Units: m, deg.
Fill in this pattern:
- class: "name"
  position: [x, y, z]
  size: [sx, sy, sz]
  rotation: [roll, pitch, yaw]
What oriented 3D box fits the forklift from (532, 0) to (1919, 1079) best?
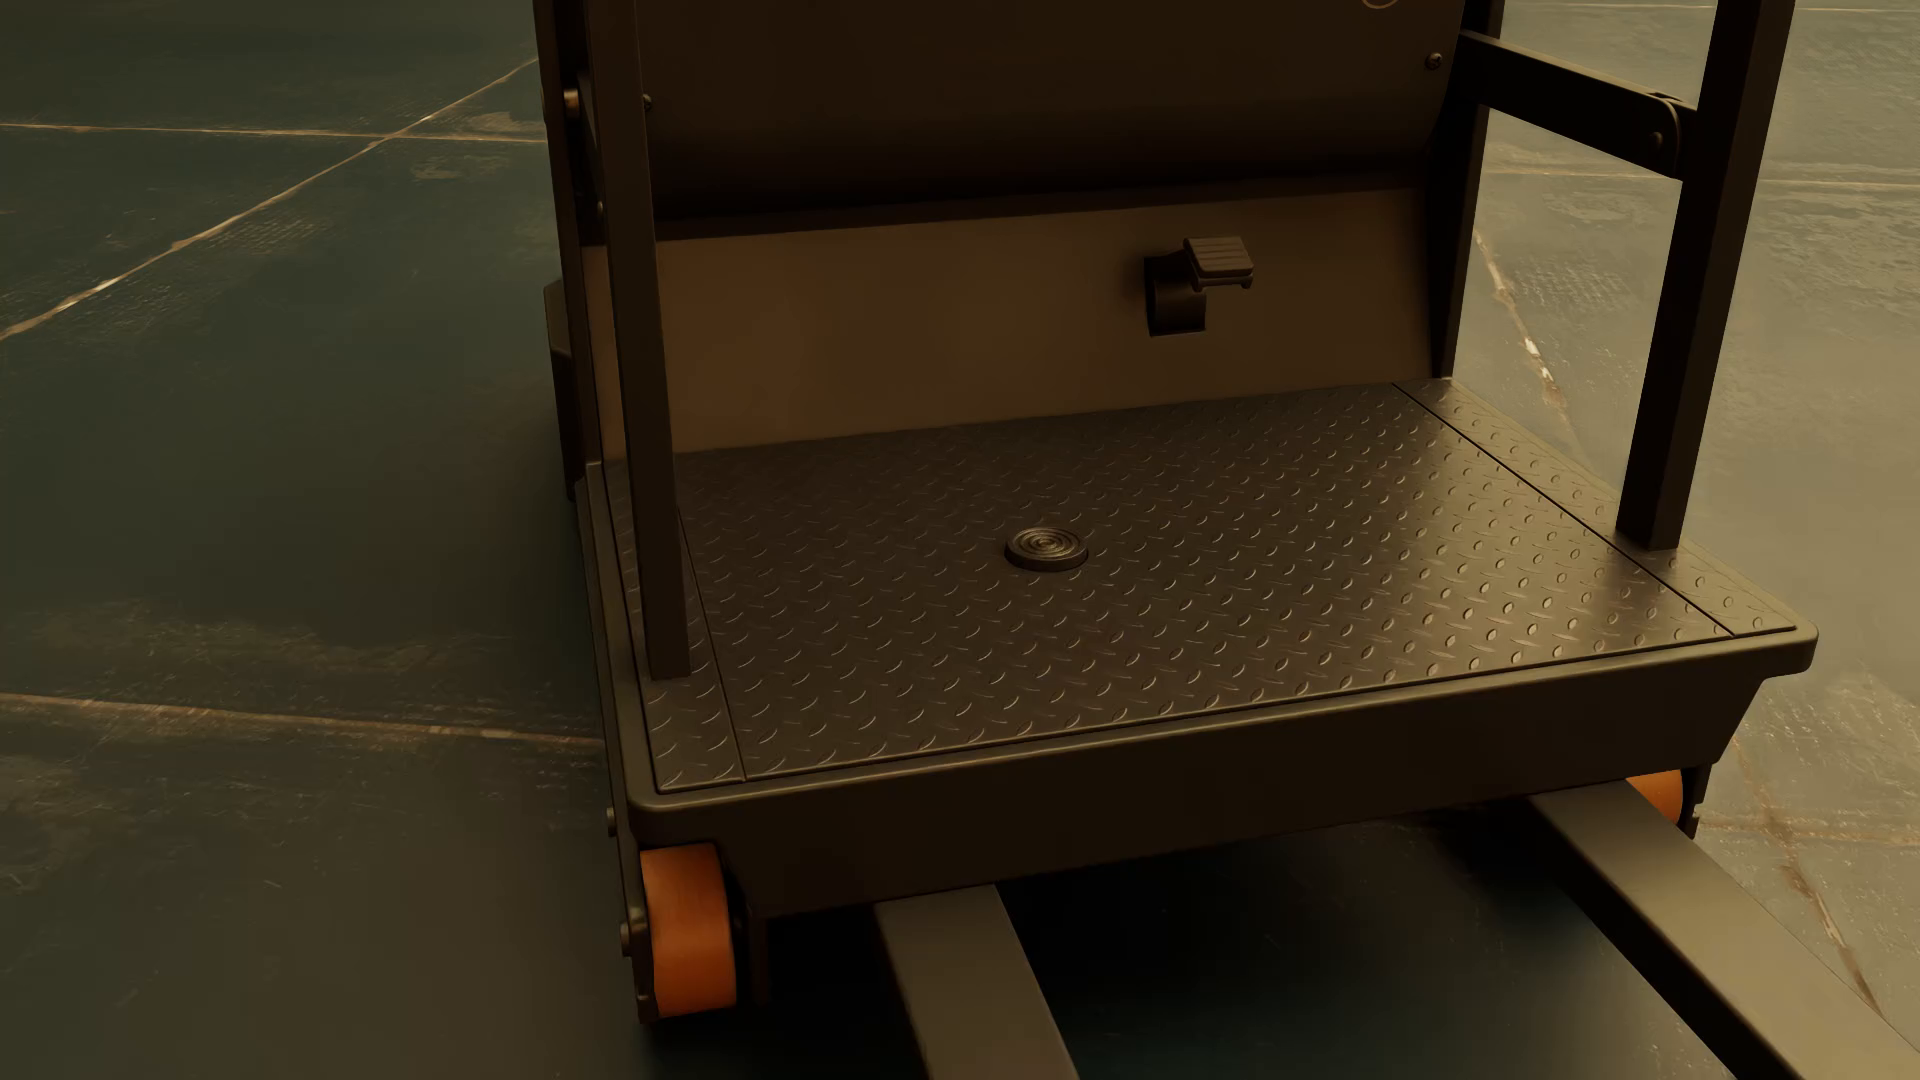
- class: "forklift"
  position: [0.153, -1.049, 1.319]
  size: [1.130, 2.935, 3.031]
  rotation: [-7, 27, -13]
